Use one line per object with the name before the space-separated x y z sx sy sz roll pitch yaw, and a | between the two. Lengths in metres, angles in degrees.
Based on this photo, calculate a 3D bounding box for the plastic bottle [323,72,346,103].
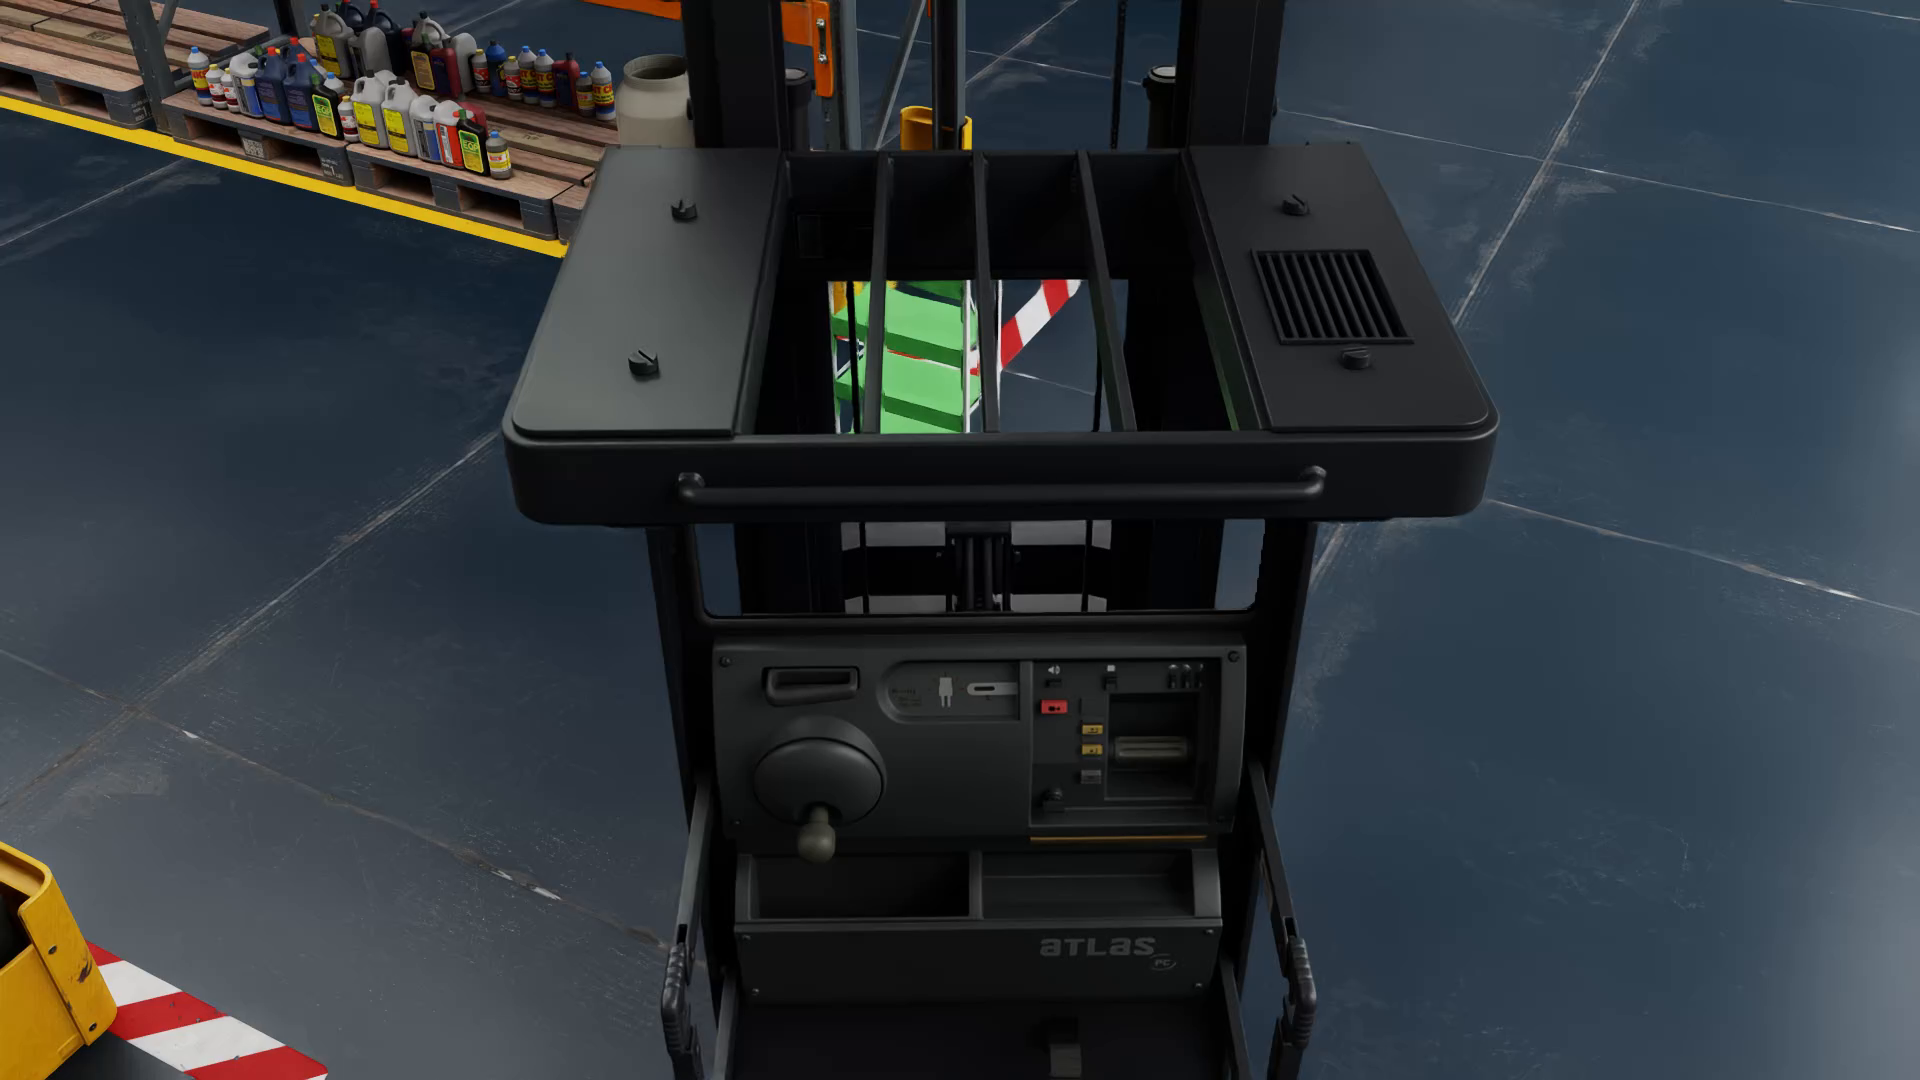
plastic bottle | -2.968 -2.092 7.918 0.097 0.271 0.097 0 37 0

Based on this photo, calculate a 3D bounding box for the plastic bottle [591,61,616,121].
plastic bottle | -1.724 -2.172 8.023 0.097 0.271 0.097 0 37 0

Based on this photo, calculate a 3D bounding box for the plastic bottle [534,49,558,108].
plastic bottle | -2.028 -2.267 8.148 0.097 0.271 0.097 0 37 0

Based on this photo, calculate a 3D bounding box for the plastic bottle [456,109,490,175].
plastic bottle | -2.202 -1.803 7.527 0.133 0.283 0.061 18 41 23

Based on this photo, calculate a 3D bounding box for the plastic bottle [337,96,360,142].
plastic bottle | -2.875 -1.993 7.846 0.097 0.201 0.097 0 37 0

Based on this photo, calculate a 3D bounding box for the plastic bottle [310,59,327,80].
plastic bottle | -3.099 -2.190 8.046 0.097 0.271 0.097 0 37 0

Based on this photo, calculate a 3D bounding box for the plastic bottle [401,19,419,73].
plastic bottle | -2.770 -2.516 8.467 0.133 0.283 0.061 20 42 24

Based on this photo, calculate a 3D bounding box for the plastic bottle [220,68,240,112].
plastic bottle | -3.547 -2.204 8.123 0.097 0.201 0.097 0 37 0

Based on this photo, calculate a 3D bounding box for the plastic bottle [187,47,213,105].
plastic bottle | -3.728 -2.288 8.176 0.097 0.271 0.097 0 37 0

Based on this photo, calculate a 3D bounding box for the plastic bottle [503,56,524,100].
plastic bottle | -2.205 -2.294 8.242 0.097 0.201 0.097 0 37 0

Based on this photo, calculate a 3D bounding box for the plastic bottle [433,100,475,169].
plastic bottle | -2.301 -1.862 7.611 0.135 0.276 0.152 18 41 22

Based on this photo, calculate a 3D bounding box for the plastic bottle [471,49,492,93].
plastic bottle | -2.387 -2.352 8.318 0.097 0.201 0.097 0 37 0

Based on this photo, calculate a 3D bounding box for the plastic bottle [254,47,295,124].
plastic bottle | -3.283 -2.197 7.990 0.185 0.351 0.144 18 41 23

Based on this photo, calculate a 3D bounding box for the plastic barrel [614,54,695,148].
plastic barrel | -1.322 -1.869 7.442 0.421 0.512 0.421 0 37 0

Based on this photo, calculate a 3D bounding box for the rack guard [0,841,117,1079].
rack guard | -2.517 1.249 3.691 0.348 0.500 1.175 17 41 21

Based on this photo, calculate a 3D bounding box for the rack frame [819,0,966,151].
rack frame | -0.257 -2.412 6.446 0.127 3.000 1.000 17 41 21

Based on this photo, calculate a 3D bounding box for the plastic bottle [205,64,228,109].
plastic bottle | -3.637 -2.232 8.160 0.097 0.201 0.097 0 37 0

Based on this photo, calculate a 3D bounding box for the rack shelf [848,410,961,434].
rack shelf | -0.147 -0.282 5.632 0.480 0.148 0.258 17 41 21

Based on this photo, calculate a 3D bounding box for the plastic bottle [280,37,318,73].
plastic bottle | -3.217 -2.274 8.092 0.185 0.351 0.144 17 41 21

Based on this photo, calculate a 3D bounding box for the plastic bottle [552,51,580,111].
plastic bottle | -1.916 -2.249 8.115 0.133 0.283 0.061 18 41 22

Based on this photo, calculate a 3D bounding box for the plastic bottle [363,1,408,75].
plastic bottle | -2.934 -2.566 8.477 0.185 0.351 0.144 15 40 19

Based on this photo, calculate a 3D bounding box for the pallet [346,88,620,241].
pallet | -2.144 -1.865 8.033 1.213 0.211 1.003 17 41 21

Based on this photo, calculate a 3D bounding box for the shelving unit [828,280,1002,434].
shelving unit | -0.147 -0.524 5.448 0.503 1.200 0.258 17 41 21

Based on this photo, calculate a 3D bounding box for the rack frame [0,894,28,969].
rack frame | -2.538 0.247 2.944 0.127 3.000 1.000 17 41 21

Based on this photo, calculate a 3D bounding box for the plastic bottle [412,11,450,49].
plastic bottle | -2.647 -2.476 8.359 0.185 0.351 0.144 17 40 21

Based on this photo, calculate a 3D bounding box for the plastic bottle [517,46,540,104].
plastic bottle | -2.117 -2.295 8.185 0.097 0.271 0.097 0 37 0

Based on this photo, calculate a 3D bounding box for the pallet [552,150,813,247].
pallet | -1.065 -1.526 7.585 1.213 0.211 1.003 17 41 21

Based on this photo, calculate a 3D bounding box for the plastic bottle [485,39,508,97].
plastic bottle | -2.297 -2.351 8.259 0.097 0.271 0.097 0 37 0

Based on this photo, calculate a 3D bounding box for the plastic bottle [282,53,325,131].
plastic bottle | -3.116 -2.144 7.921 0.185 0.351 0.144 16 40 20

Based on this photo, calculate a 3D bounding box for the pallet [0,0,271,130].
pallet | -4.524 -2.611 9.015 1.213 0.211 1.003 17 41 21

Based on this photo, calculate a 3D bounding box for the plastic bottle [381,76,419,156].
plastic bottle | -2.573 -1.974 7.697 0.185 0.351 0.144 19 41 23

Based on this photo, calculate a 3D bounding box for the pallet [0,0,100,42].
pallet | -5.612 -2.949 9.461 1.213 0.211 1.003 17 41 21

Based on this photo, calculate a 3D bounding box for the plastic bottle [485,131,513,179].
plastic bottle | -2.090 -1.748 7.522 0.097 0.201 0.097 0 37 0

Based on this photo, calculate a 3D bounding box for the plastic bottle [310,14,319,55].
plastic bottle | -3.344 -2.651 8.712 0.097 0.201 0.097 0 37 0

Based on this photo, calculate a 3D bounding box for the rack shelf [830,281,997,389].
rack shelf | -0.147 -0.664 5.341 0.480 0.148 0.258 17 41 21

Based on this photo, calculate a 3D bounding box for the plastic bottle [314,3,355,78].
plastic bottle | -3.171 -2.542 8.445 0.185 0.351 0.144 17 41 21

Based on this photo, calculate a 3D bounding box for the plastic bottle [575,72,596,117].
plastic bottle | -1.816 -2.172 8.082 0.097 0.201 0.097 0 37 0

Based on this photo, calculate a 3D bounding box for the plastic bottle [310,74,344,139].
plastic bottle | -2.988 -2.049 7.851 0.133 0.283 0.061 19 41 23

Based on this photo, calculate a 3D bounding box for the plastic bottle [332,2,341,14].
plastic bottle | -3.230 -2.660 8.657 0.133 0.283 0.061 19 41 24

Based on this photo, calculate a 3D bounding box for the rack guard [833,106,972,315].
rack guard | -0.346 -1.412 7.196 0.348 0.500 1.175 17 41 21

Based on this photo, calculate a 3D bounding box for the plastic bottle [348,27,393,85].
plastic bottle | -2.980 -2.450 8.386 0.135 0.276 0.152 17 41 21

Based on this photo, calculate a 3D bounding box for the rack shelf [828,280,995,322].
rack shelf | -0.147 -0.855 5.196 0.480 0.148 0.258 17 41 21

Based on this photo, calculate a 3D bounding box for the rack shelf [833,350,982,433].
rack shelf | -0.147 -0.473 5.487 0.480 0.148 0.258 17 41 21

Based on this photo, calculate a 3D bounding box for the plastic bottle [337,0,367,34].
plastic bottle | -3.105 -2.620 8.547 0.185 0.351 0.144 16 40 20

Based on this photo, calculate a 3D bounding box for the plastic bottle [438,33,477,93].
plastic bottle | -2.505 -2.399 8.319 0.135 0.276 0.152 18 41 22

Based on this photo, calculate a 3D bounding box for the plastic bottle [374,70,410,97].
plastic bottle | -2.692 -2.083 7.902 0.135 0.276 0.152 17 41 21

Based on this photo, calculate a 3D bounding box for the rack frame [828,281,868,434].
rack frame | -0.364 -0.592 5.537 0.015 1.200 0.240 17 41 21

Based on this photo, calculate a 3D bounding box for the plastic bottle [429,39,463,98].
plastic bottle | -2.553 -2.345 8.241 0.133 0.283 0.061 17 41 21

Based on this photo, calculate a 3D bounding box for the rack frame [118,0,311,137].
rack frame | -3.809 -3.524 7.911 0.127 3.000 1.000 17 41 21

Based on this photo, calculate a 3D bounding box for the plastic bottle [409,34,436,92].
plastic bottle | -2.672 -2.387 8.297 0.133 0.283 0.061 17 41 21

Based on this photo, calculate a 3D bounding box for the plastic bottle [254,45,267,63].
plastic bottle | -3.380 -2.275 8.149 0.133 0.283 0.061 17 41 21

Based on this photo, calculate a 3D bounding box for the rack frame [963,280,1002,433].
rack frame | 0.070 -0.456 5.358 0.015 1.200 0.240 17 41 21

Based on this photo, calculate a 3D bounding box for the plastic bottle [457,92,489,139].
plastic bottle | -2.252 -1.922 7.684 0.133 0.283 0.061 17 41 21

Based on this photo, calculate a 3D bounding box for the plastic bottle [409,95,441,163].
plastic bottle | -2.424 -1.901 7.662 0.135 0.276 0.152 16 40 20

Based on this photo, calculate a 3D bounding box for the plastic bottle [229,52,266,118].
plastic bottle | -3.428 -2.215 8.076 0.135 0.276 0.152 19 41 23

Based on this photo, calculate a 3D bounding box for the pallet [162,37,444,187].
pallet | -3.232 -2.204 8.479 1.213 0.211 1.003 17 41 21

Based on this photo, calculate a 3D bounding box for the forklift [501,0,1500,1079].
forklift | 0.040 0.433 2.756 1.130 2.935 3.031 -1 37 -1

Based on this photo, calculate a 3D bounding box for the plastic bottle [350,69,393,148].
plastic bottle | -2.738 -2.026 7.765 0.185 0.351 0.144 17 40 21

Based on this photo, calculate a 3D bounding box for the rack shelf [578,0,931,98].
rack shelf | -2.033 -2.681 7.396 4.000 0.370 1.077 17 41 21
